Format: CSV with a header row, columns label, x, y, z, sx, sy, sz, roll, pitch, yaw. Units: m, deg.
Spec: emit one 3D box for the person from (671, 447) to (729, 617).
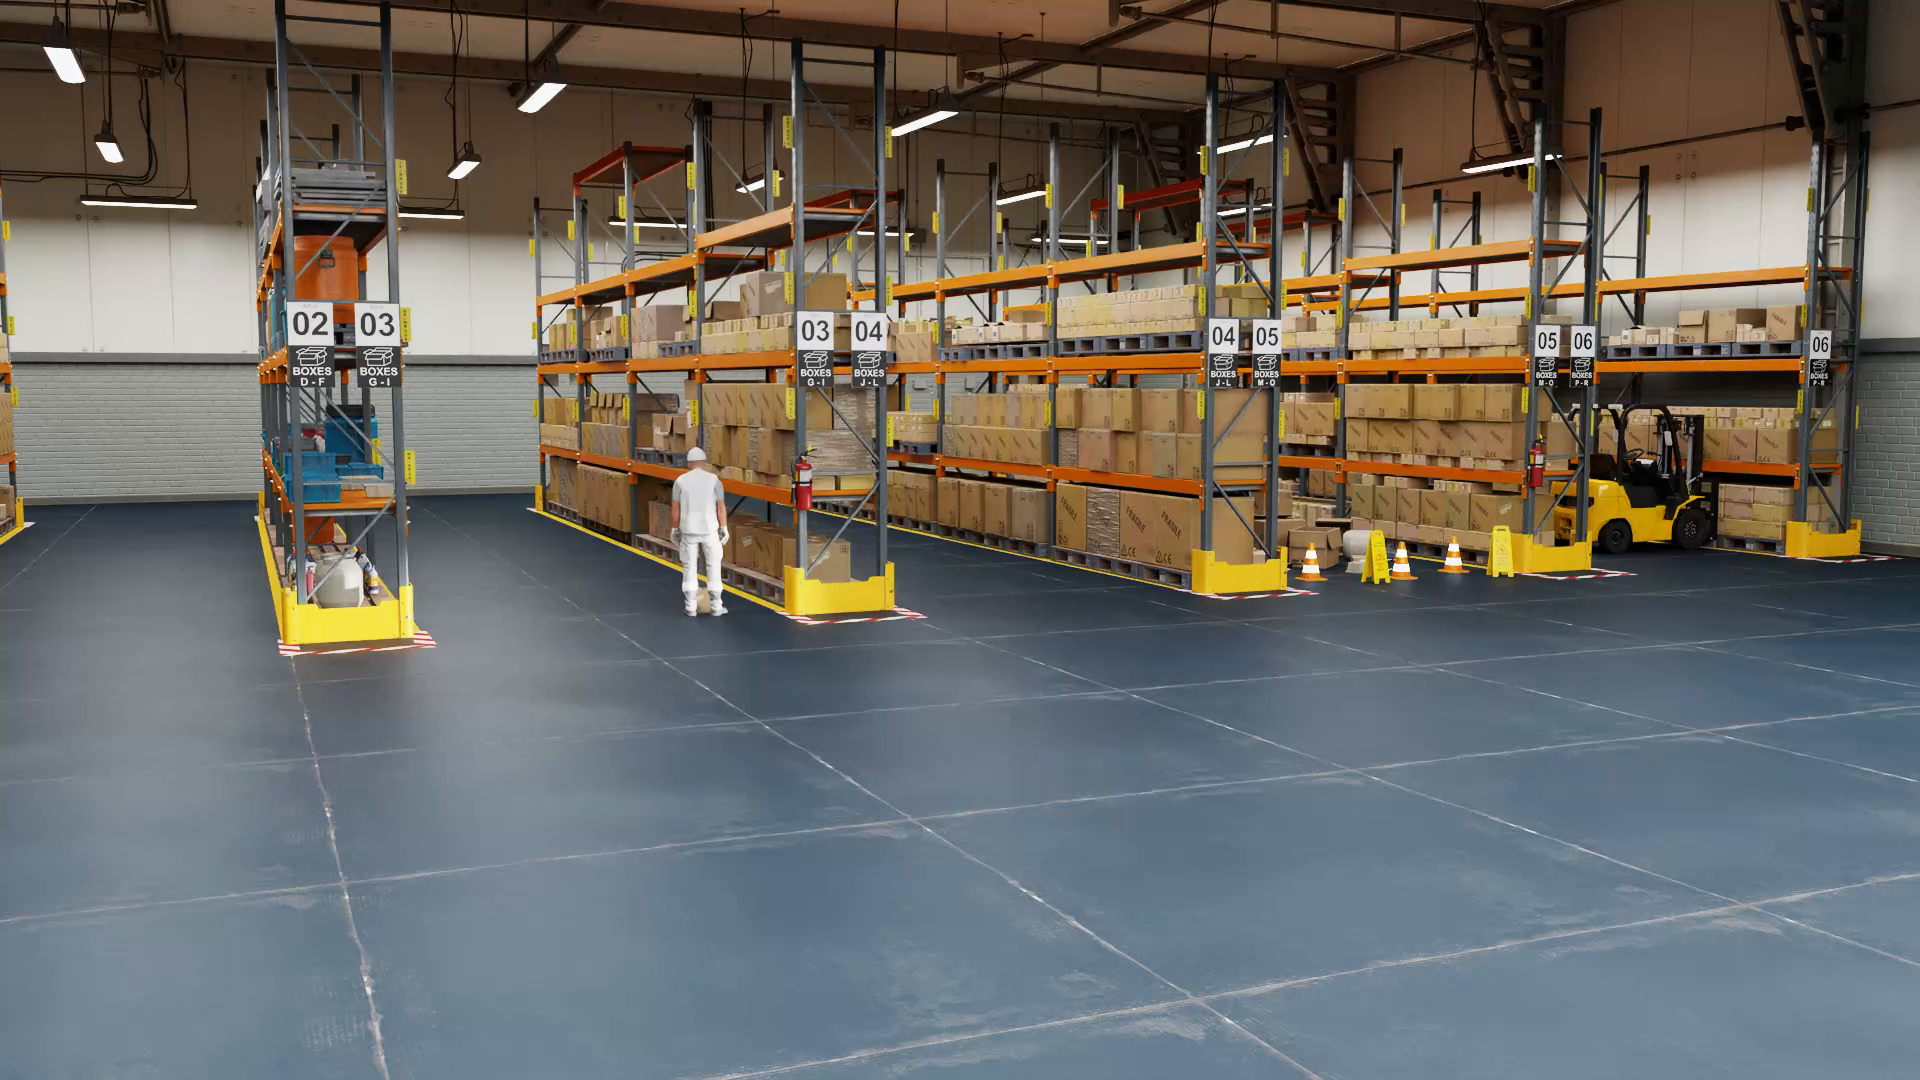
label,x,y,z,sx,sy,sz,roll,pitch,yaw
person,-2.751,-0.088,17.576,0.606,1.777,0.454,0,5,-5
